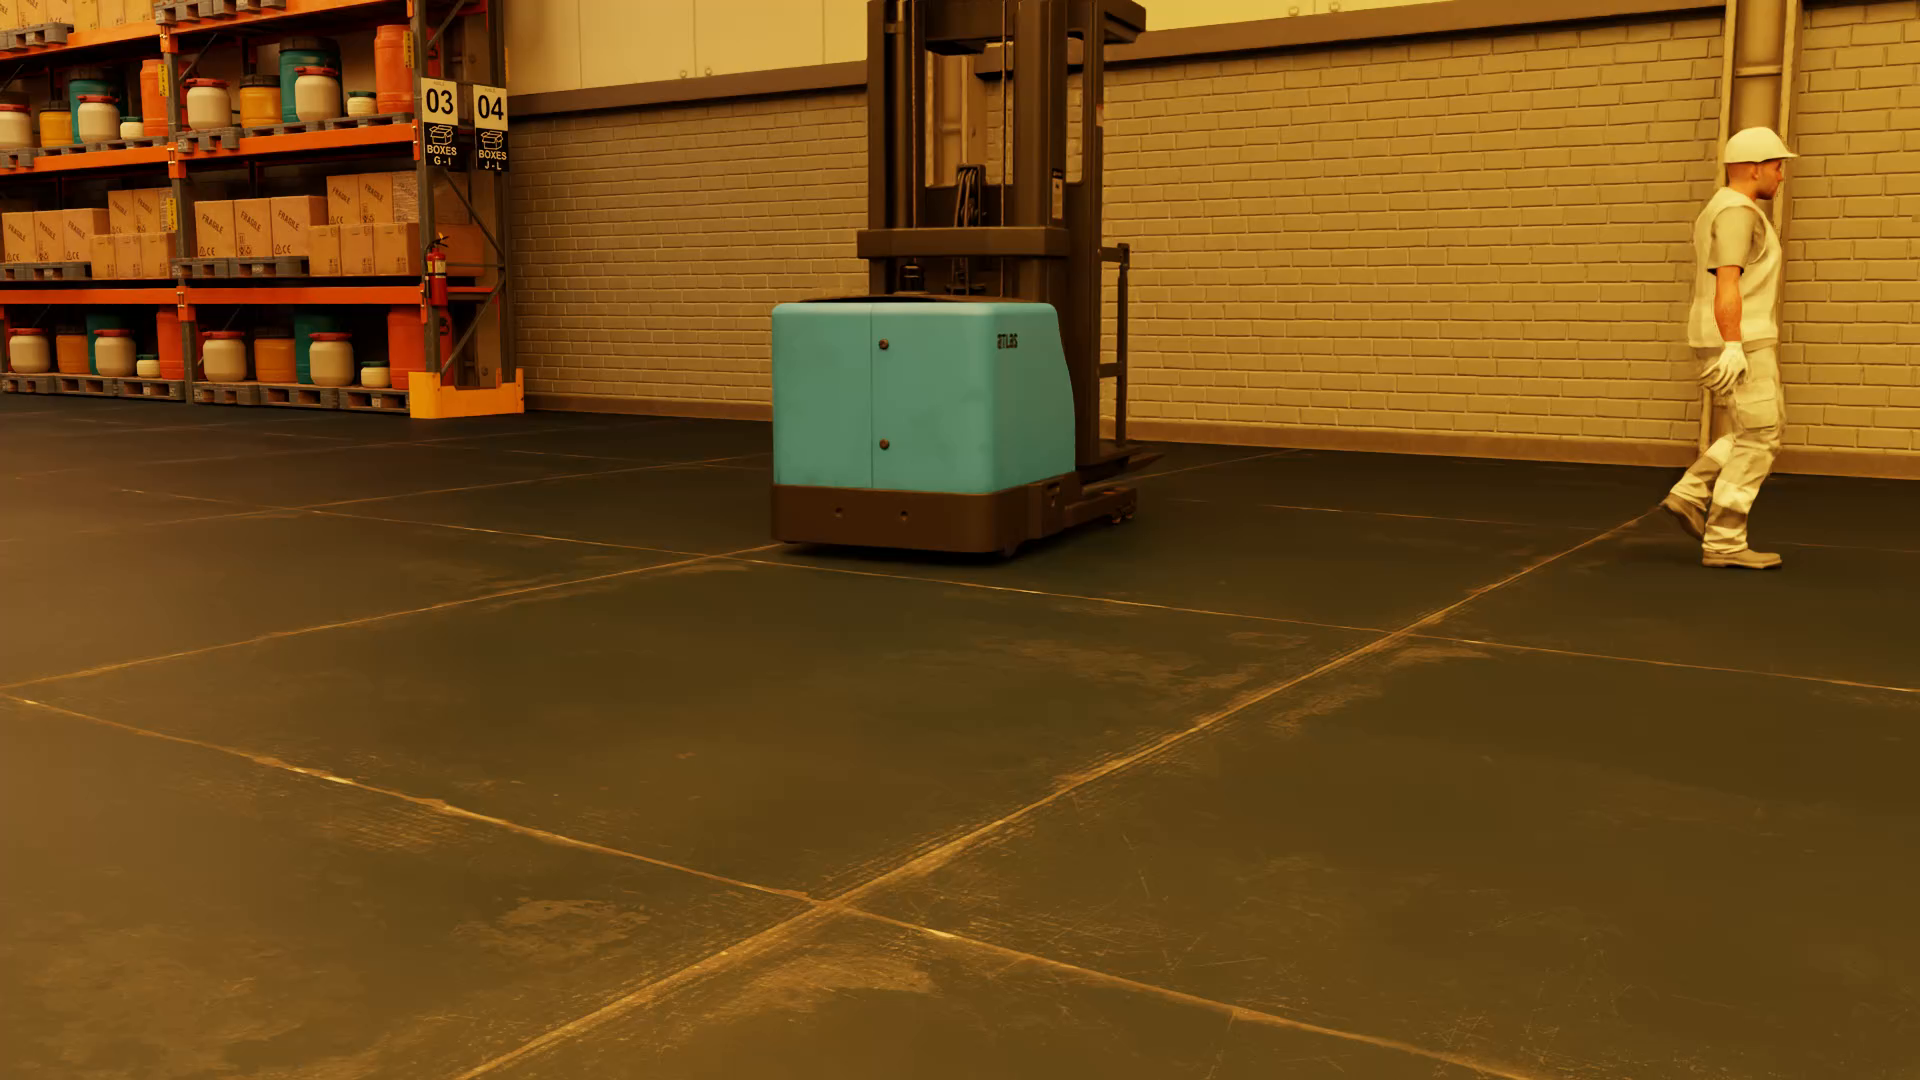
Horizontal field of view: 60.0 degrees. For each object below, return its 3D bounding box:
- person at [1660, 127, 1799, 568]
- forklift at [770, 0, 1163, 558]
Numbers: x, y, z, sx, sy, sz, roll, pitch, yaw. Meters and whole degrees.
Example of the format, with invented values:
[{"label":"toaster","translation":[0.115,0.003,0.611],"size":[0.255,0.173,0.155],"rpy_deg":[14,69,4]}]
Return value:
[{"label":"person","translation":[3.182,-0.775,6.783],"size":[0.485,1.766,0.735],"rpy_deg":[2,8,11]},{"label":"forklift","translation":[0.242,-1.547,8.071],"size":[1.130,2.935,3.031],"rpy_deg":[4,9,23]}]
